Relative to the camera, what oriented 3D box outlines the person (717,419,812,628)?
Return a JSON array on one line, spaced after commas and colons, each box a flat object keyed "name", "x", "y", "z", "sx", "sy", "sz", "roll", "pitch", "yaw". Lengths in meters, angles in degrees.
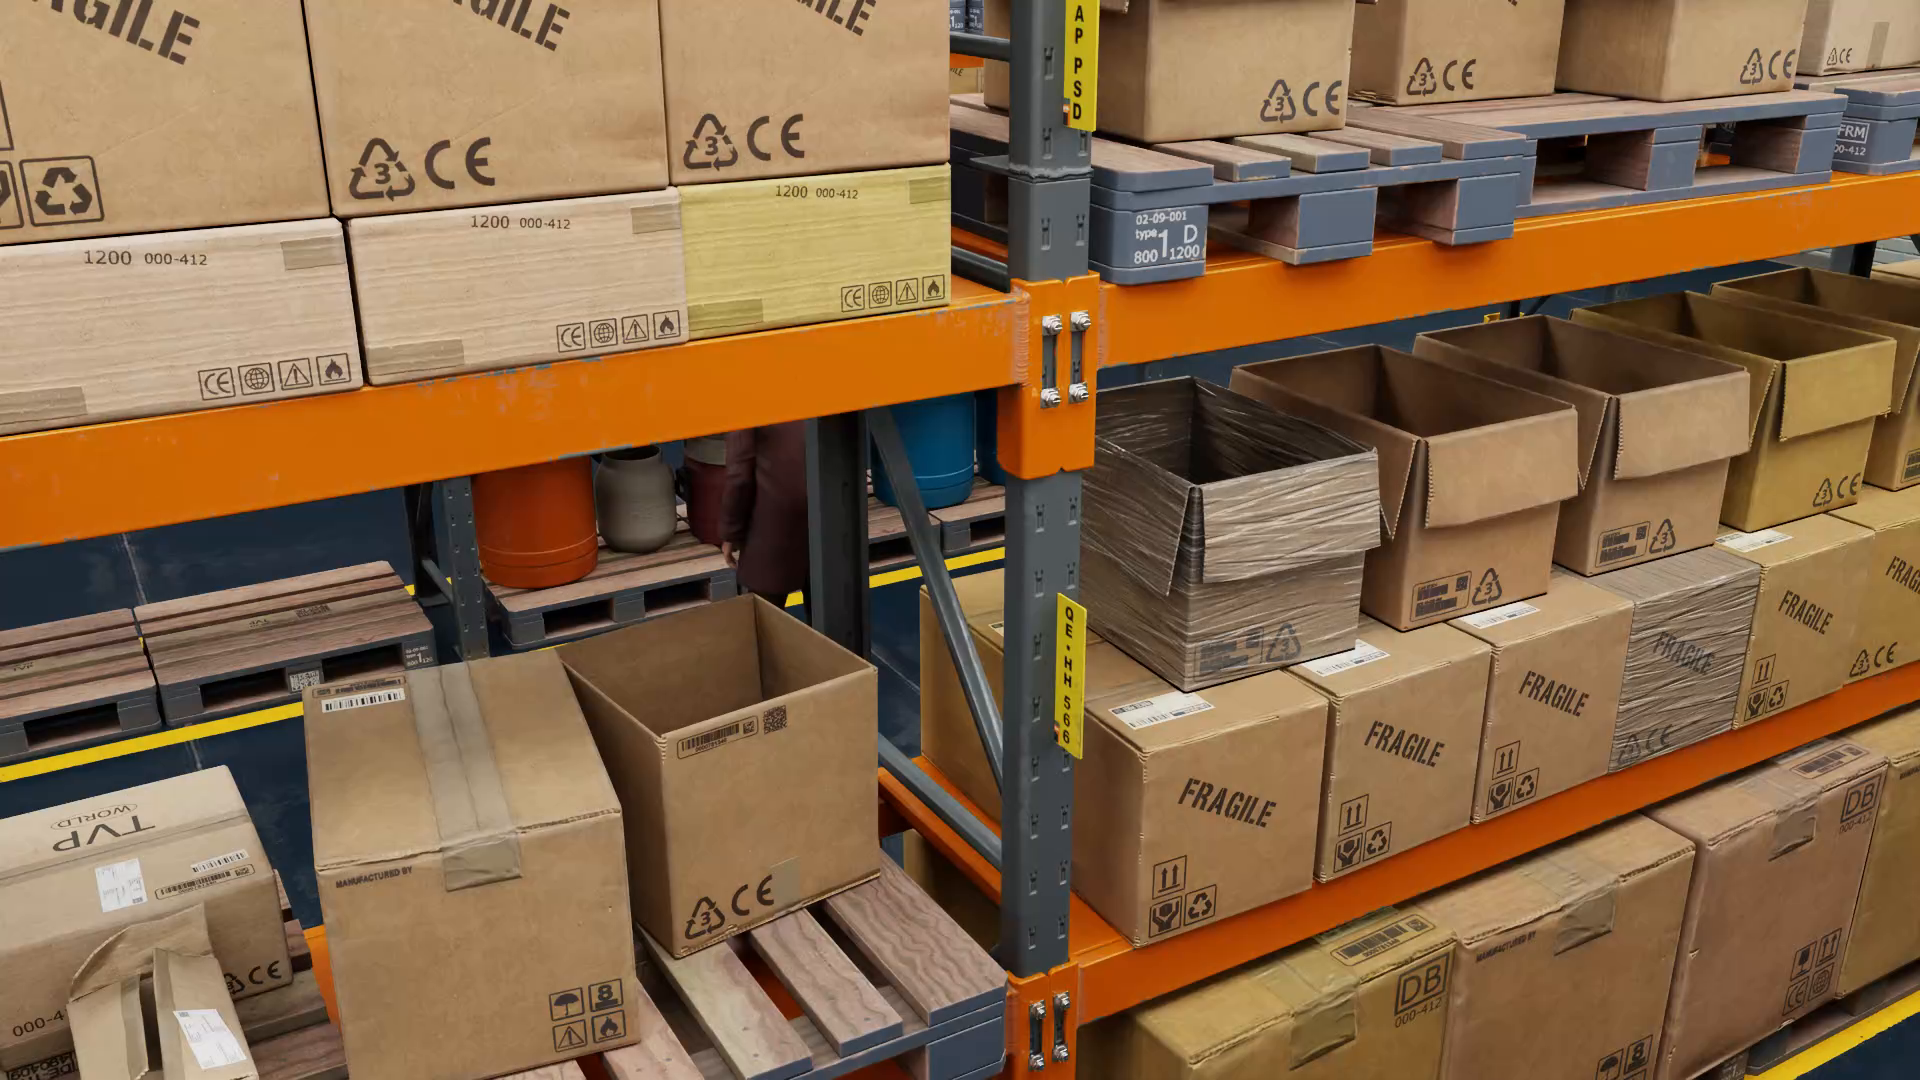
[{"name": "person", "x": -0.746, "y": 0.011, "z": 7.262, "sx": 0.654, "sy": 1.640, "sz": 0.416, "roll": -13, "pitch": 25, "yaw": -29}]
